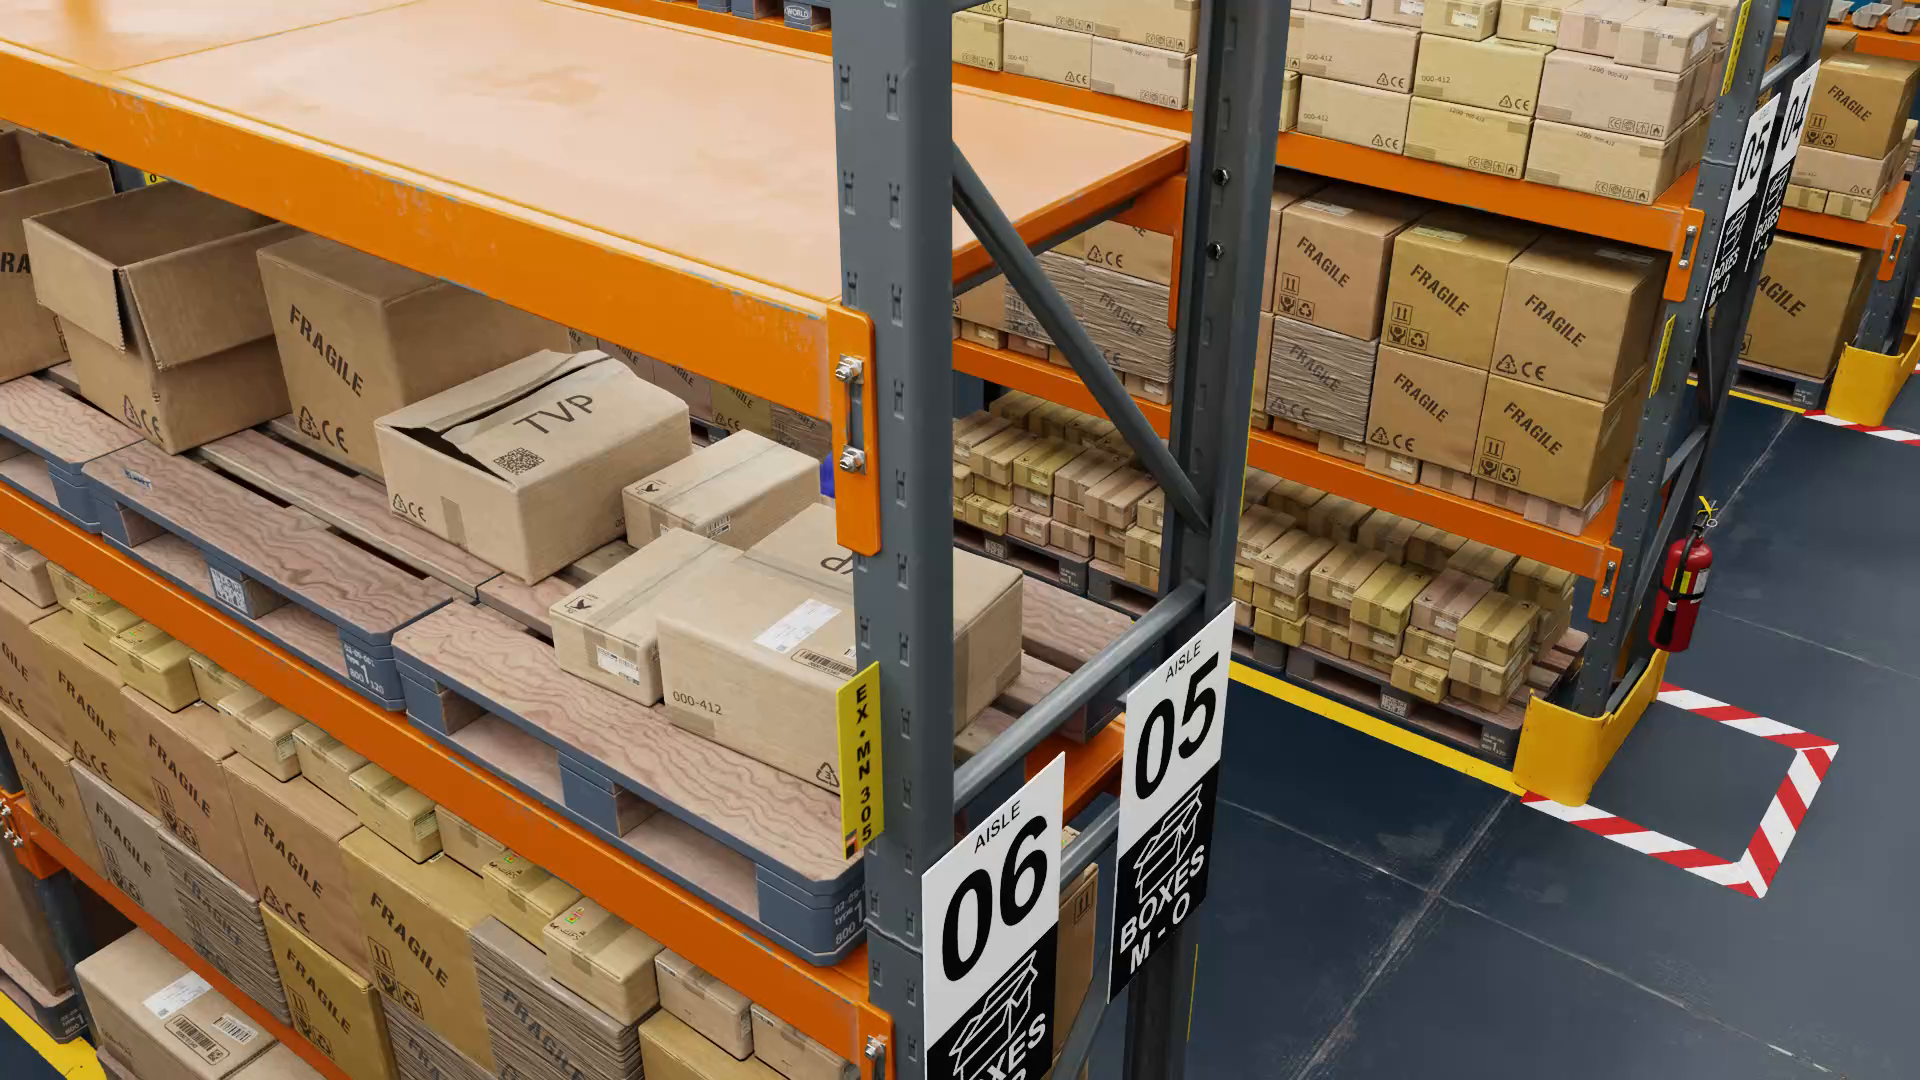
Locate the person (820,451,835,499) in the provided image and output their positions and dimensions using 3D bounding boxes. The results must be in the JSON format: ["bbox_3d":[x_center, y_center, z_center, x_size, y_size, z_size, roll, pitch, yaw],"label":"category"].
[{"bbox_3d":[-0.536,0.158,7.833,0.442,1.656,0.502,21,37,31],"label":"person"}]
